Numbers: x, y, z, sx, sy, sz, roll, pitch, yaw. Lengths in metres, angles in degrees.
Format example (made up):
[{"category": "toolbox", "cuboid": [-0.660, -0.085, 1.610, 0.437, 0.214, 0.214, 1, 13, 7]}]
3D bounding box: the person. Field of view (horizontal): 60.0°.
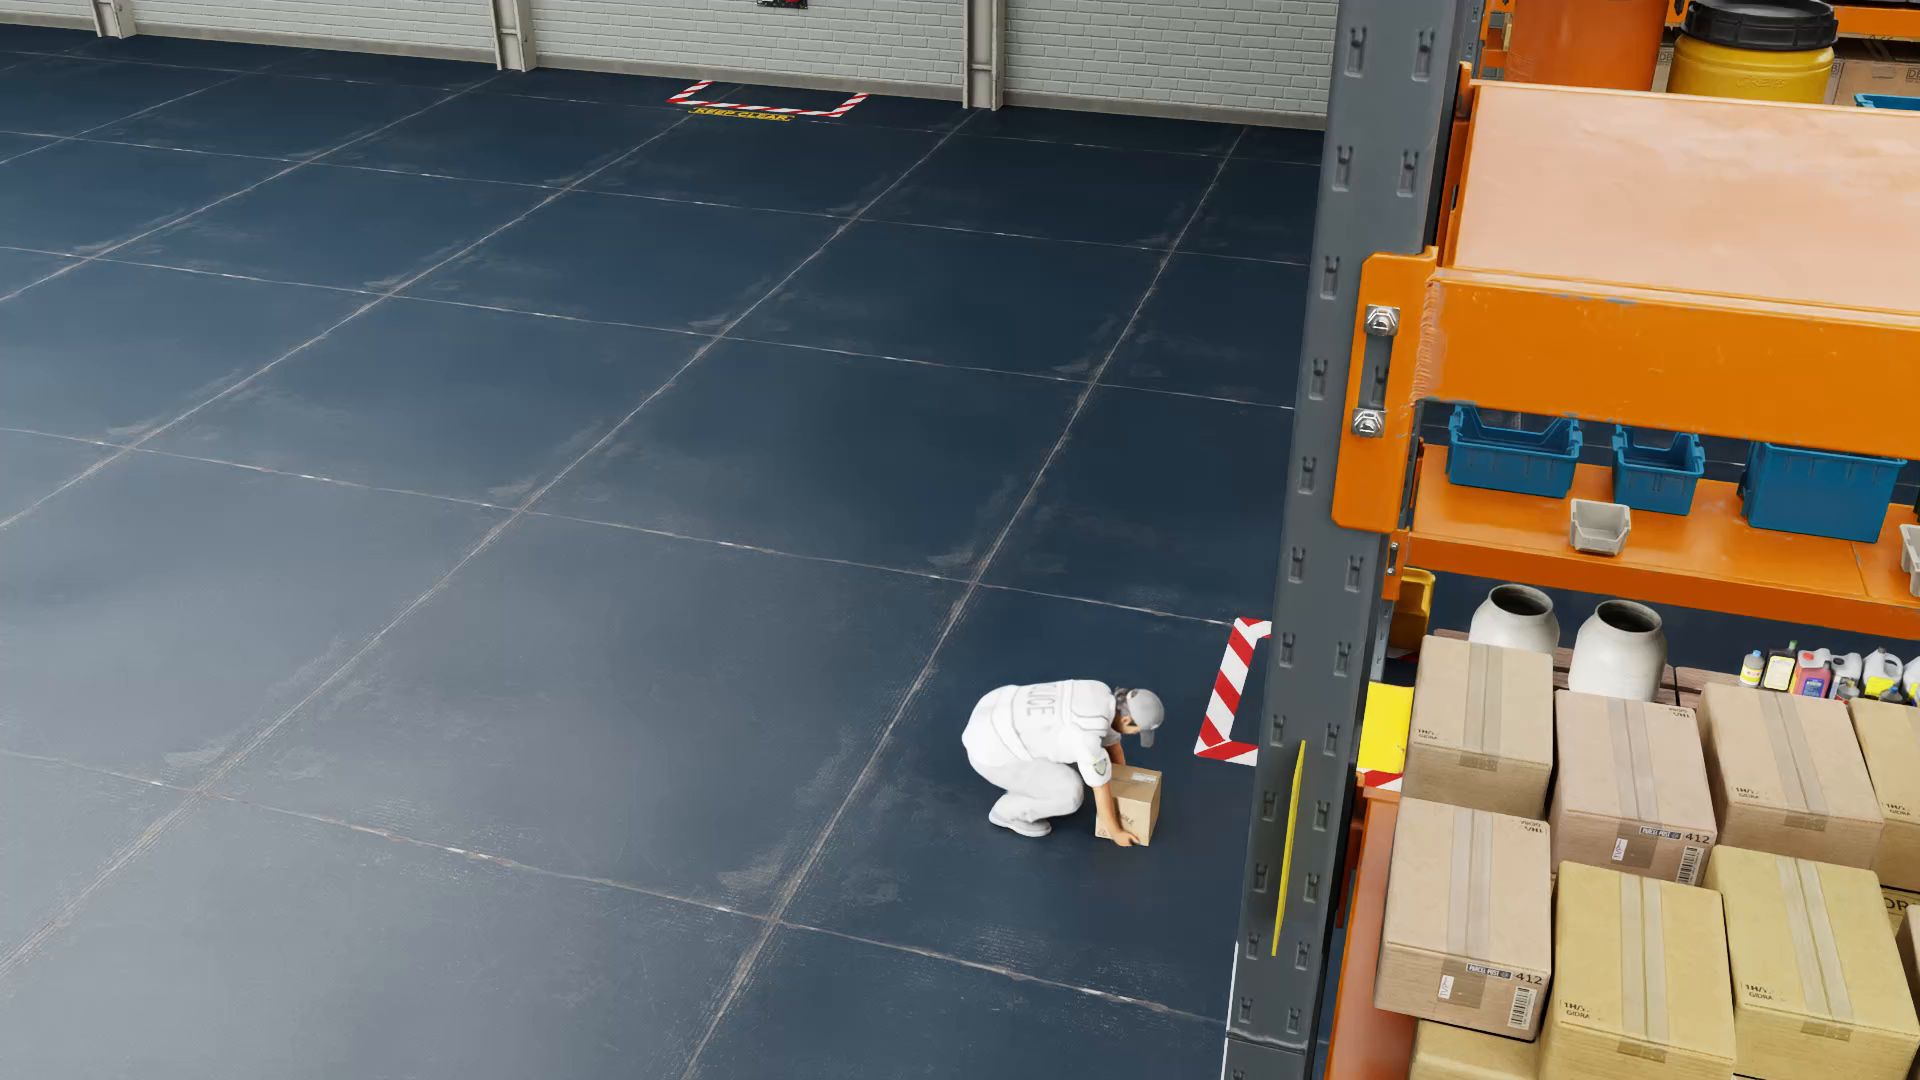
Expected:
[{"category": "person", "cuboid": [0.475, 1.003, 7.730, 0.907, 0.804, 0.522, 8, 30, 14]}]
